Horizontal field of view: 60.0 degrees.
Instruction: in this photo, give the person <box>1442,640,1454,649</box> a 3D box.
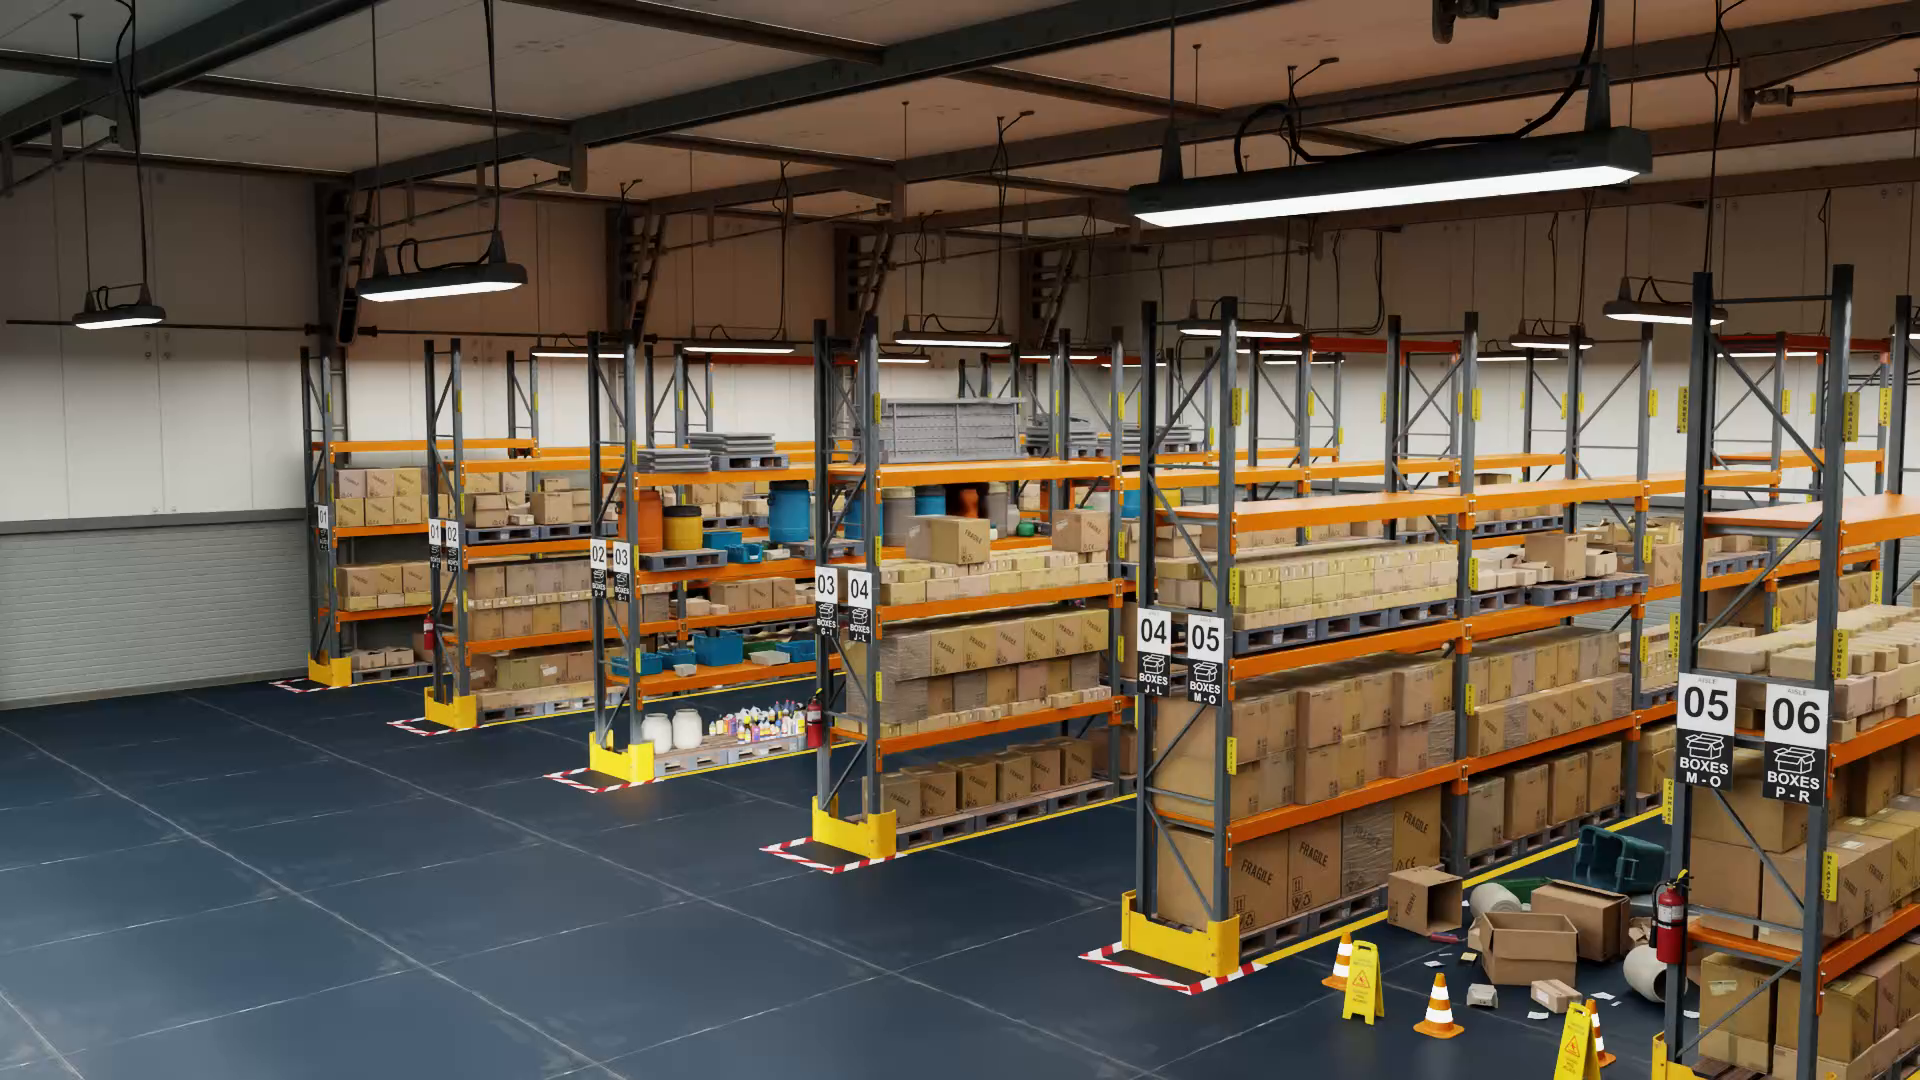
[{"bbox_3d":[7.013,2.246,24.042,0.550,1.615,0.593,4,7,40],"label":"person"}]
